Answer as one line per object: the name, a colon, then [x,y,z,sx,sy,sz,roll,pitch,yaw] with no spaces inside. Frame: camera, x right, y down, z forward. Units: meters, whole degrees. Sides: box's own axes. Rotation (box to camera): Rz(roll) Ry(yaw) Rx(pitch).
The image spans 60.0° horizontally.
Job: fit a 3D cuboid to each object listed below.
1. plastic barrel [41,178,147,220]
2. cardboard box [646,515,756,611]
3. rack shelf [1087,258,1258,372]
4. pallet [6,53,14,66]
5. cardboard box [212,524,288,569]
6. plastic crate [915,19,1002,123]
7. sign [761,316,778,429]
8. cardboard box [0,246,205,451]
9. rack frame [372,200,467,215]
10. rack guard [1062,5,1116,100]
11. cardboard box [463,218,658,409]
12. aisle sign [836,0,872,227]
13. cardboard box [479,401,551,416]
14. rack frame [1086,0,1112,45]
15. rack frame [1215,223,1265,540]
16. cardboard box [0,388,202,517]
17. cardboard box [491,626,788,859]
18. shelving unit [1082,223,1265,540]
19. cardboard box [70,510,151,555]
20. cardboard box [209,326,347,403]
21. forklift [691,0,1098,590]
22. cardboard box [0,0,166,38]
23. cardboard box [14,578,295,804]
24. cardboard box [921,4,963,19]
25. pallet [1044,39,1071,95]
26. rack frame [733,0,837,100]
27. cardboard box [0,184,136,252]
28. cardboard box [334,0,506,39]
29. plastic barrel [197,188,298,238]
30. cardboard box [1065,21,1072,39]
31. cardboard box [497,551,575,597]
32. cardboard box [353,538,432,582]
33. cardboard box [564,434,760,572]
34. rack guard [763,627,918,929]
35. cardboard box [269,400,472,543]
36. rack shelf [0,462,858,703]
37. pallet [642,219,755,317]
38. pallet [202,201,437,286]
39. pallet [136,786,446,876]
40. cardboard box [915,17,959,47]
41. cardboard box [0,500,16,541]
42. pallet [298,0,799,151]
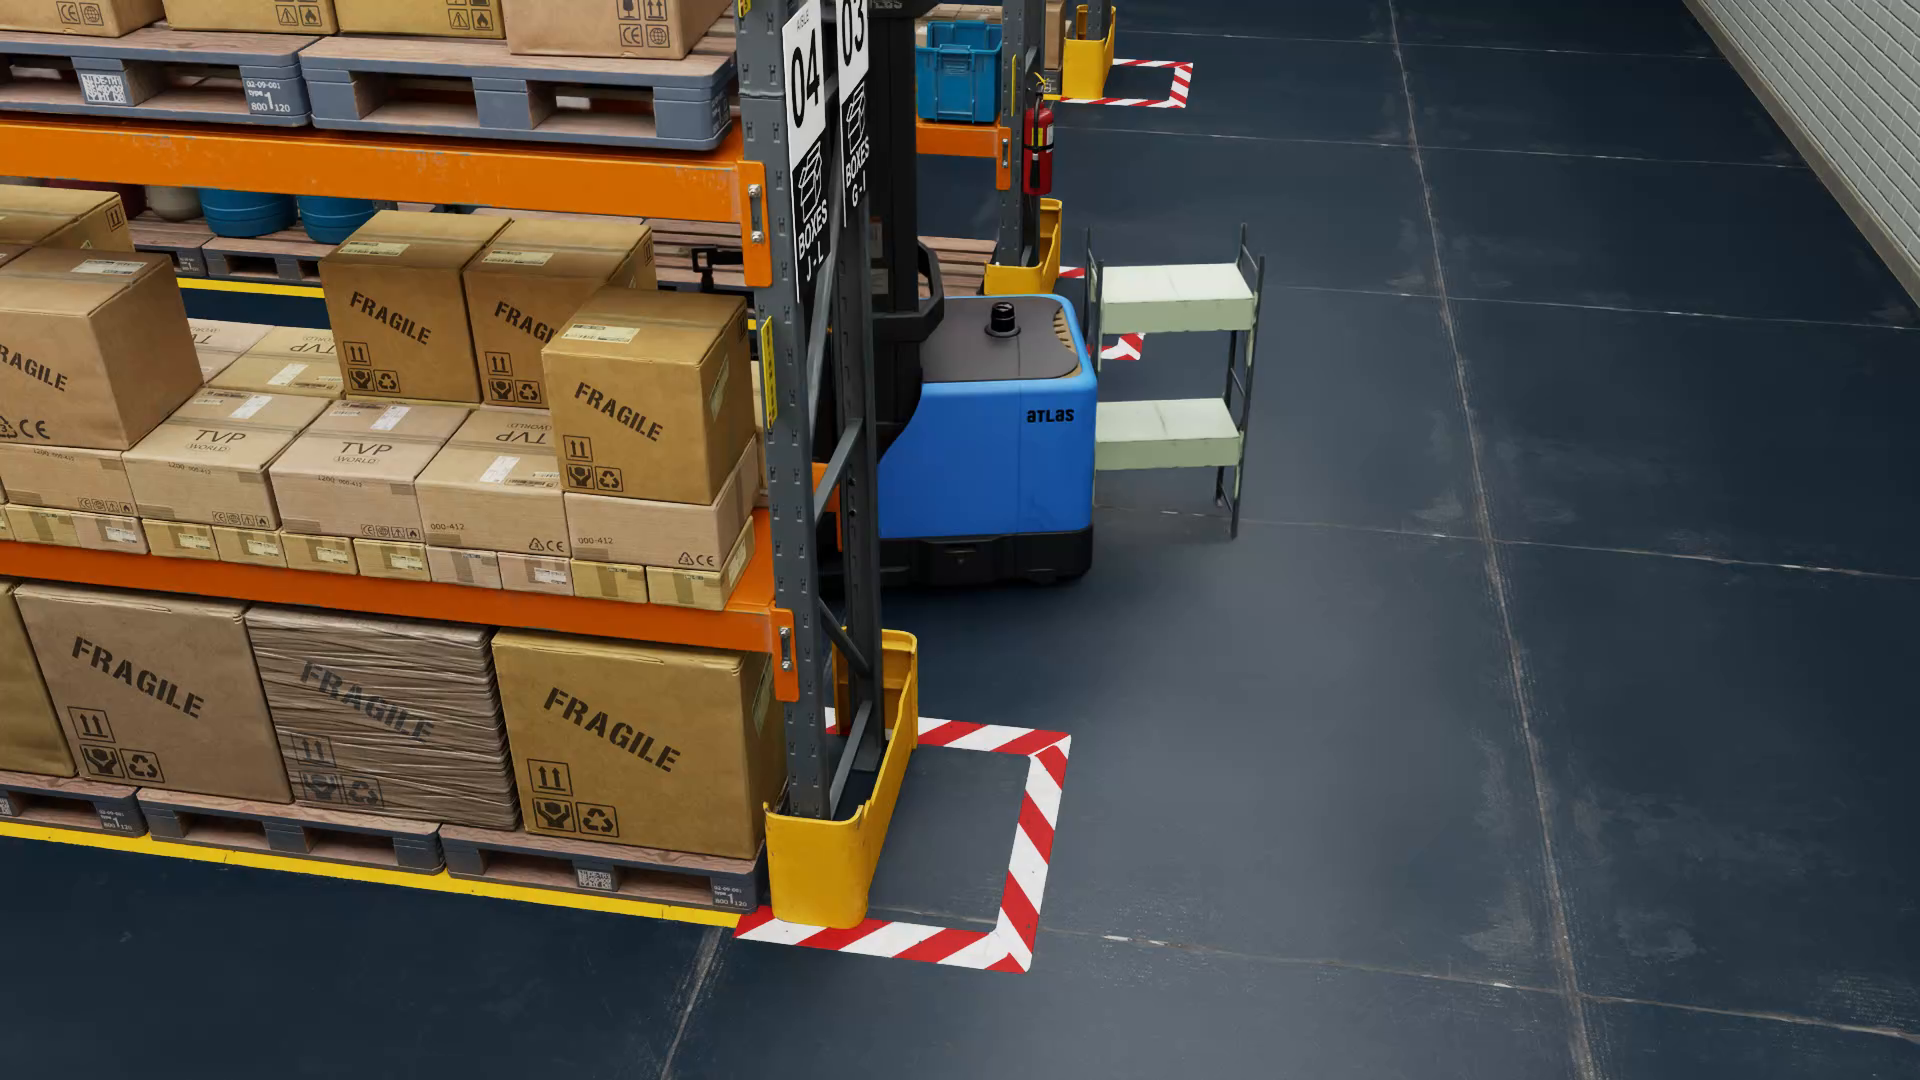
plastic barrel: [-5.909,-2.509,11.307,0.708,0.588,0.600,5,32,8]
cardboard box: [-0.861,0.063,5.559,0.250,0.149,0.380,6,33,9]
rack shelf: [0.979,-1.060,7.794,0.720,0.370,0.431,-2,32,-4]
pallet: [-3.593,-1.696,5.389,1.213,0.211,1.003,5,32,8]
cardboard box: [-2.368,-0.073,5.777,0.250,0.149,0.380,6,33,9]
plastic crate: [0.017,-2.747,9.721,0.499,0.435,0.616,5,32,8]
sign: [-0.560,-0.492,4.895,0.005,0.325,0.100,5,32,8]
cardboard box: [-2.971,-0.653,5.620,0.500,0.500,0.500,4,32,7]
rack frame: [-3.564,-3.131,10.425,0.127,3.000,1.000,5,32,8]
rack guard: [1.141,-4.312,14.667,0.348,0.500,1.175,5,32,8]
cardboard box: [-1.375,-0.793,5.844,0.500,0.500,0.500,4,32,7]
aisle sign: [-0.333,-1.436,5.267,0.004,0.787,0.394,5,32,8]
cardboard box: [-1.396,-0.473,6.040,0.500,0.250,0.500,5,32,8]
rack frame: [1.216,-5.364,13.993,0.127,3.000,1.000,5,32,8]
rack frame: [1.344,-0.744,8.024,0.023,1.500,0.400,-2,32,-4]
cardboard box: [-2.978,-0.334,5.818,0.500,0.250,0.500,6,33,9]
cardboard box: [-1.099,0.524,6.193,0.875,0.875,0.875,5,32,8]
shelving unit: [0.979,-0.729,8.001,0.755,1.500,0.431,-2,32,-4]
cardboard box: [-2.884,-0.118,5.849,0.250,0.149,0.380,6,32,9]
cardboard box: [-2.406,-0.564,6.185,0.500,0.250,0.500,5,32,7]
forklift: [-0.915,-1.235,7.461,3.031,2.935,1.130,-2,32,-4]
cardboard box: [-2.595,-1.865,4.991,0.500,0.500,0.700,7,33,10]
cardboard box: [-2.873,0.363,6.450,0.875,0.875,0.875,5,32,8]
cardboard box: [-0.258,-4.672,15.063,0.500,0.250,0.500,5,32,8]
pallet: [0.355,-4.260,14.857,1.213,0.211,1.003,5,32,8]
rack frame: [-0.455,-2.727,4.125,0.127,3.000,1.000,5,32,8]
cardboard box: [-3.406,-0.973,6.132,0.500,0.500,0.500,5,32,9]
cardboard box: [-1.511,-1.850,4.966,0.500,0.500,0.700,4,32,6]
plastic barrel: [-4.796,-2.540,11.063,0.708,0.901,0.600,5,32,8]
cardboard box: [0.861,-4.560,14.980,0.250,0.149,0.380,5,32,8]
cardboard box: [-1.366,0.018,5.631,0.250,0.149,0.380,5,32,8]
cardboard box: [-1.868,-0.027,5.703,0.250,0.149,0.380,4,32,7]
cardboard box: [-0.977,-0.151,5.525,0.500,0.250,0.500,5,32,7]
rack guard: [-0.431,0.878,6.376,0.348,0.500,1.175,5,32,8]
cardboard box: [-1.979,-0.242,5.670,0.500,0.250,0.500,4,32,7]
rack shelf: [-2.426,-0.057,6.192,4.000,0.370,1.077,5,32,8]
pallet: [-1.627,-1.796,10.921,1.213,0.211,1.003,5,32,8]
pallet: [-4.318,-2.040,11.310,1.213,0.211,1.003,5,32,8]
pallet: [-2.455,0.858,6.681,1.213,0.211,1.003,5,32,8]
cardboard box: [-0.293,-4.406,14.638,0.500,0.250,0.500,5,32,8]
cardboard box: [-3.384,-0.165,5.923,0.250,0.149,0.380,4,32,7]
pallet: [-1.188,-1.478,5.041,1.213,0.211,1.003,5,32,8]
